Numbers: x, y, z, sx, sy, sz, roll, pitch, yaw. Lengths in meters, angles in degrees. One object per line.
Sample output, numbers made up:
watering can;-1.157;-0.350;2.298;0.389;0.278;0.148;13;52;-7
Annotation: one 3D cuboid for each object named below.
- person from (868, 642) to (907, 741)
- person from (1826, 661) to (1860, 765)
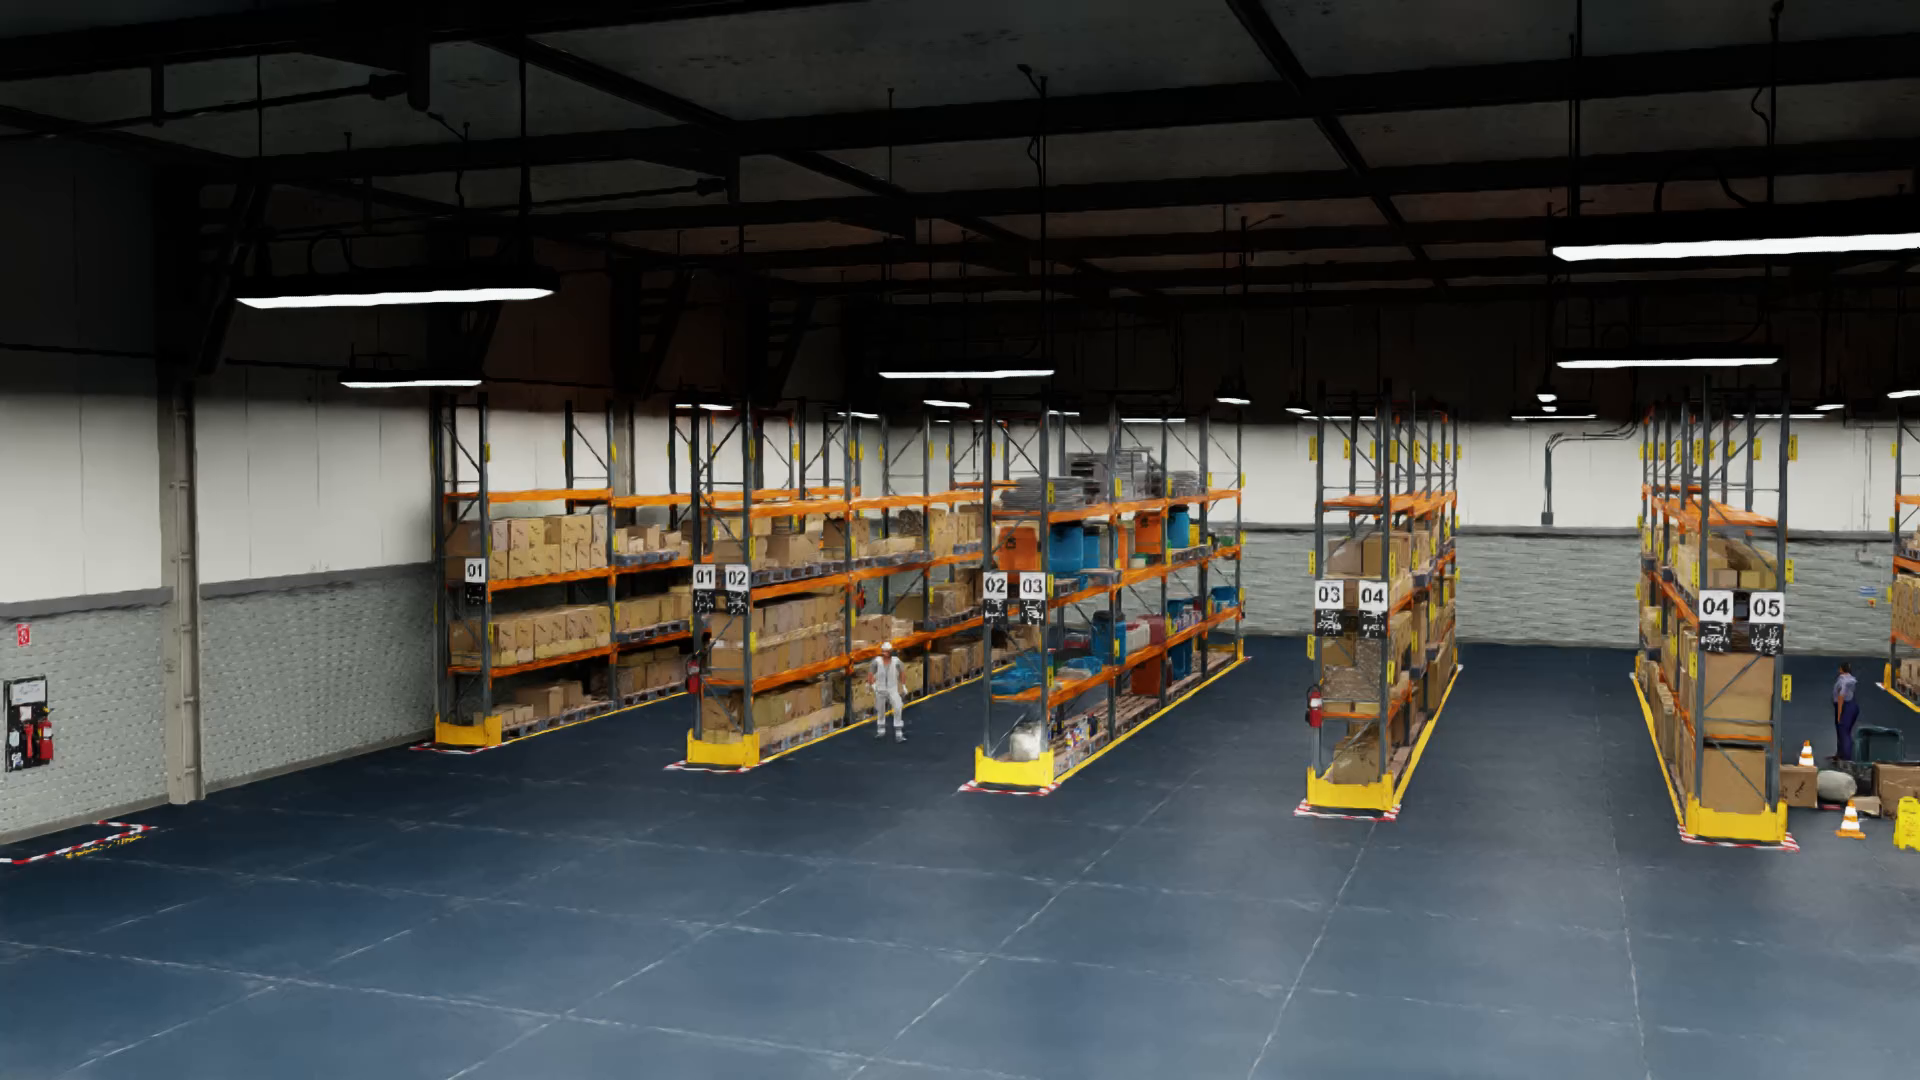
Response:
person;-1.247;2.601;28.740;0.683;1.718;0.811;0;3;1
person;14.116;2.753;26.624;0.523;1.652;0.471;-3;4;-41
